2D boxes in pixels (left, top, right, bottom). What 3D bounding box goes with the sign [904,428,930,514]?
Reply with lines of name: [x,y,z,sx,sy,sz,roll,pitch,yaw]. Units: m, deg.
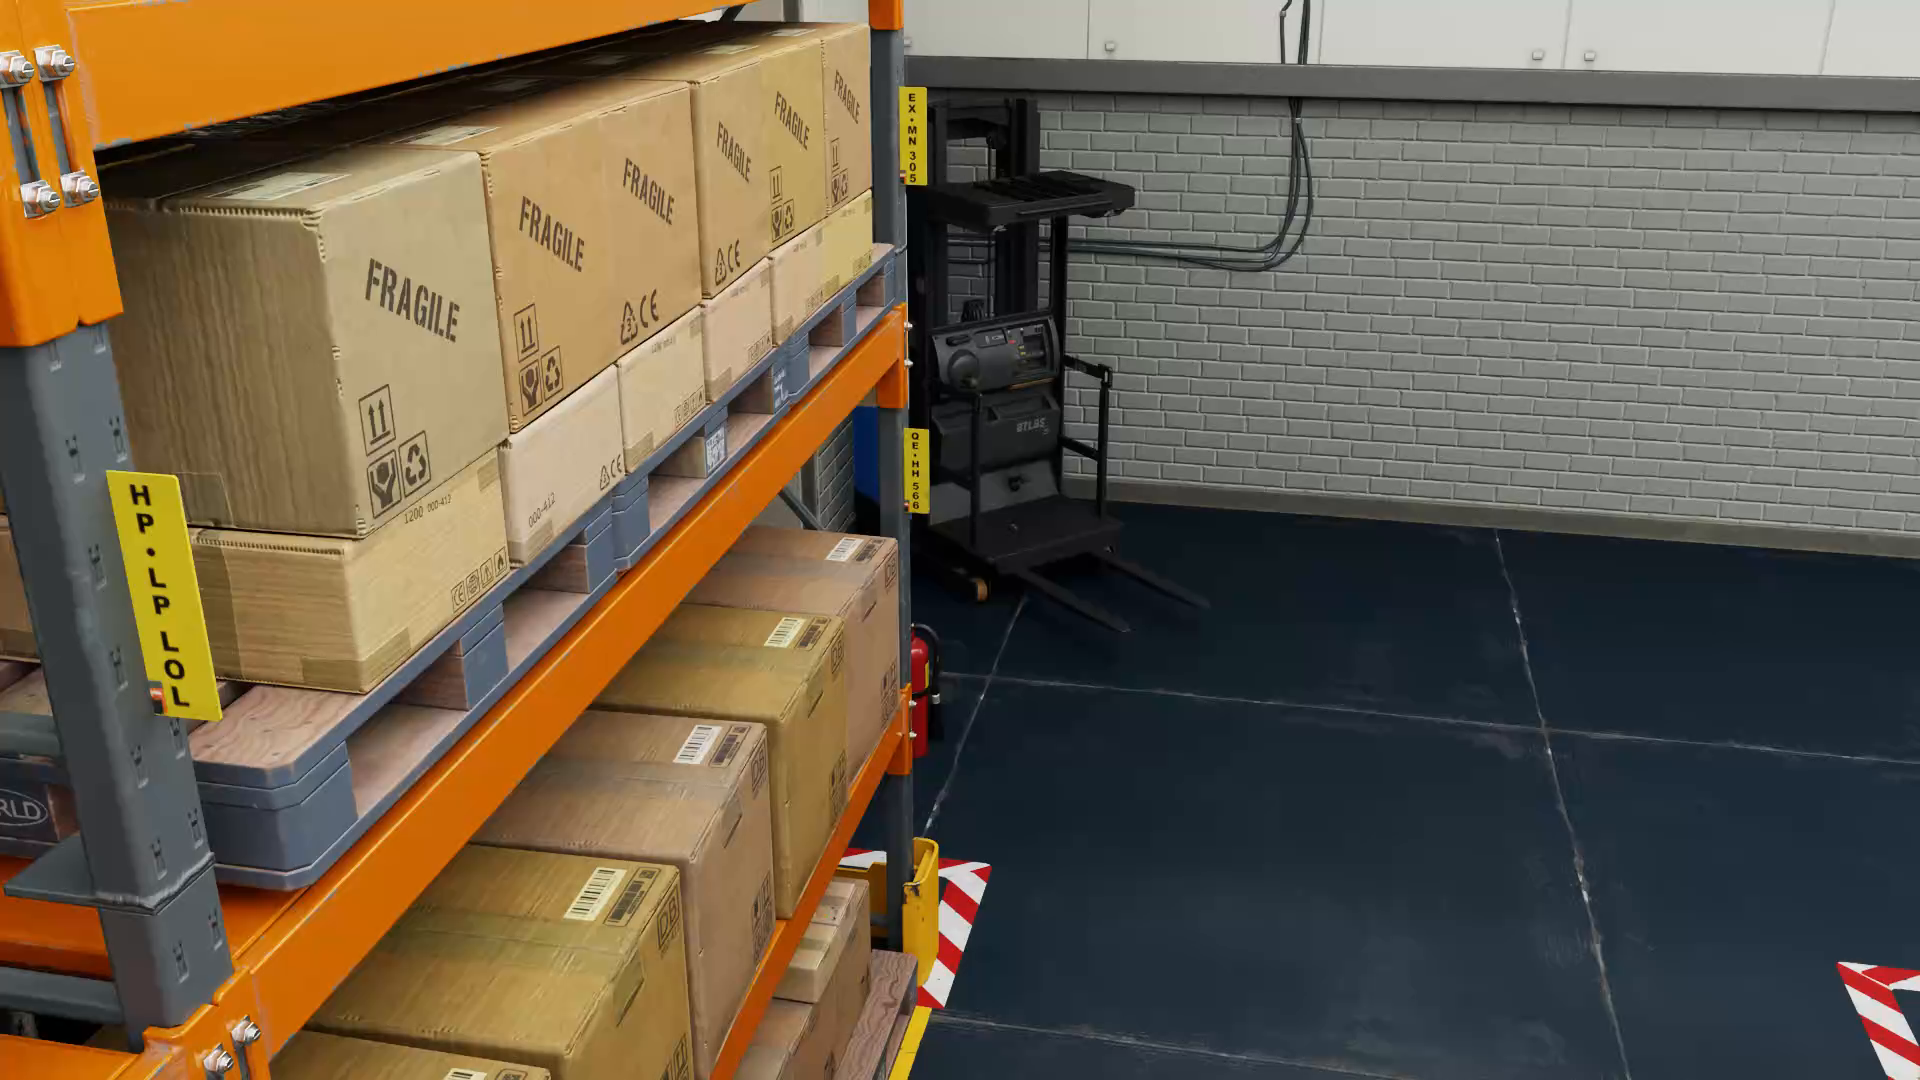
sign: [-0.162,-0.252,6.097,0.100,0.325,0.005,4,22,11]

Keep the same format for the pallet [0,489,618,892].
pallet: [-1.329,0.163,3.038,1.003,0.211,1.213,4,22,11]

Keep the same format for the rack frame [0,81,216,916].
rack frame: [-1.507,-0.971,1.720,1.000,3.000,0.127,4,22,11]

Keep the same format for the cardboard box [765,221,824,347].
cardboard box: [-0.685,-0.736,4.656,0.500,0.250,0.500,4,22,9]

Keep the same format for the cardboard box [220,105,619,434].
cardboard box: [-0.988,-0.527,3.134,0.500,0.500,0.500,4,22,10]

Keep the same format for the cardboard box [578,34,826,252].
cardboard box: [-0.685,-1.092,4.535,0.500,0.500,0.500,5,23,13]

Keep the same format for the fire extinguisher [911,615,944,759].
fire extinguisher: [-0.208,0.537,6.607,0.296,0.674,0.183,4,22,11]

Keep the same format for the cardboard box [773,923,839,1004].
cardboard box: [-0.635,1.430,5.703,0.380,0.149,0.250,5,22,12]

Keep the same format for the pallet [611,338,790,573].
pallet: [-1.078,-0.282,4.143,1.003,0.211,1.213,4,22,11]

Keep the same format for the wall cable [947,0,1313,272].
wall cable: [0.814,-3.035,11.001,3.097,2.526,0.112,4,22,11]

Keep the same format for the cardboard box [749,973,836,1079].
cardboard box: [-0.837,1.760,5.753,0.700,0.500,0.500,4,22,11]

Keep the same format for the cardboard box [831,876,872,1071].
cardboard box: [-0.735,1.577,6.207,0.700,0.500,0.500,4,22,11]

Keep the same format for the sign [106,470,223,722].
sign: [-0.973,0.072,2.031,0.100,0.325,0.005,4,22,11]

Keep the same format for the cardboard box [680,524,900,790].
cardboard box: [-0.785,0.397,5.952,0.980,0.700,0.700,5,23,13]

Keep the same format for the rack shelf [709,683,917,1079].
rack shelf: [-1.098,1.414,4.791,1.077,0.370,4.000,4,22,11]

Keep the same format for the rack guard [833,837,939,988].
rack guard: [-0.685,1.499,6.962,1.175,0.500,0.348,4,22,11]

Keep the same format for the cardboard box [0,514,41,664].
cardboard box: [-1.596,-0.020,2.877,0.500,0.250,0.500,5,22,11]

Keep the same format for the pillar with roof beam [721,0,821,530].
pillar with roof beam: [3.228,-3.160,7.153,9.100,9.000,0.400,4,22,11]

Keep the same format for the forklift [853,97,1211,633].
forklift: [0.352,-1.166,10.326,1.130,2.935,3.031,-14,26,-31]

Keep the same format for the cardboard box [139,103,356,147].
cardboard box: [-1.488,-0.562,3.219,0.500,0.500,0.500,4,22,9]

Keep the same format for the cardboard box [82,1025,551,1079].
cardboard box: [-1.380,1.475,3.274,0.980,0.700,0.700,5,22,12]

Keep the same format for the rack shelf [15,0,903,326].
rack shelf: [-1.098,-1.184,3.745,1.077,0.370,4.000,4,22,11]

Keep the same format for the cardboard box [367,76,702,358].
cardboard box: [-0.892,-0.708,3.583,0.500,0.500,0.500,5,22,11]

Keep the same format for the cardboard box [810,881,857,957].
cardboard box: [-0.583,1.337,5.935,0.380,0.149,0.250,4,22,10]

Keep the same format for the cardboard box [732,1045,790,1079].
cardboard box: [-0.939,1.944,5.296,0.700,0.500,0.500,4,22,9]

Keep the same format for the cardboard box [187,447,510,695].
cardboard box: [-1.107,0.016,2.789,0.500,0.250,0.500,4,22,11]

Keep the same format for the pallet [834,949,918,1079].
pallet: [-0.777,1.940,6.253,1.003,0.211,1.213,4,22,11]

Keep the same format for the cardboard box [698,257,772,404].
cardboard box: [-0.786,-0.545,4.182,0.500,0.250,0.500,4,22,9]

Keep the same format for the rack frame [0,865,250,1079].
rack frame: [-1.507,1.811,2.841,1.000,3.000,0.127,4,22,11]

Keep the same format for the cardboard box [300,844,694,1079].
cardboard box: [-1.226,1.208,3.936,0.980,0.700,0.700,4,22,10]

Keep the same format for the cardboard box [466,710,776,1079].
cardboard box: [-1.087,0.942,4.599,0.980,0.700,0.700,3,22,8]

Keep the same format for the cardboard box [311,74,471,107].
cardboard box: [-1.402,-0.755,3.698,0.500,0.500,0.500,4,22,9]

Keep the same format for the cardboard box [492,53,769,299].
cardboard box: [-0.784,-0.900,4.060,0.500,0.500,0.500,3,22,9]

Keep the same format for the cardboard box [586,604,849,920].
cardboard box: [-0.922,0.663,5.289,0.980,0.700,0.700,4,22,10]

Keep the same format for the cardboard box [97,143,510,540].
cardboard box: [-1.087,-0.339,2.666,0.500,0.500,0.500,4,22,10]

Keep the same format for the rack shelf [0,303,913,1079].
rack shelf: [-1.098,0.022,4.231,1.077,0.370,4.000,4,22,11]

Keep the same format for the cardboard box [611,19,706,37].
cardboard box: [-1.076,-1.314,5.086,0.500,0.500,0.500,4,22,9]

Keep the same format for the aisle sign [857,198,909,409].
aisle sign: [-0.382,-0.861,5.996,0.394,0.787,0.004,4,22,11]

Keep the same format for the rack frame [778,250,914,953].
rack frame: [-0.690,0.348,6.473,1.000,3.000,0.127,4,22,11]

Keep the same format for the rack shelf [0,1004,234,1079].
rack shelf: [-1.915,1.485,0.599,1.077,0.370,4.000,4,22,11]

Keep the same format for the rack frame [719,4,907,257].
rack frame: [-0.690,-2.434,5.353,1.000,3.000,0.127,4,22,11]

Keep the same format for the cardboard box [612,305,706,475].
cardboard box: [-0.892,-0.358,3.716,0.500,0.250,0.500,4,22,9]

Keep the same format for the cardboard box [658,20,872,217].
cardboard box: [-0.573,-1.274,4.987,0.500,0.500,0.500,4,22,11]

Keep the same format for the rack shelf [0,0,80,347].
rack shelf: [-1.915,0.279,0.113,1.077,0.370,4.000,4,22,11]

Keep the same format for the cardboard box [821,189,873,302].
cardboard box: [-0.580,-0.927,5.129,0.500,0.250,0.500,5,23,13]

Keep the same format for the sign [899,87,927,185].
sign: [-0.162,-1.371,5.647,0.100,0.325,0.005,4,22,11]

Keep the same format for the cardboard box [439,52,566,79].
cardboard box: [-1.293,-0.937,4.150,0.500,0.500,0.500,4,22,11]

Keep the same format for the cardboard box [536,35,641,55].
cardboard box: [-1.191,-1.121,4.608,0.500,0.500,0.500,4,22,10]

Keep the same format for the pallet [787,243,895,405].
pallet: [-0.831,-0.730,5.254,1.003,0.211,1.213,4,22,11]

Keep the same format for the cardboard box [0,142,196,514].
cardboard box: [-1.592,-0.373,2.750,0.500,0.500,0.500,4,22,11]

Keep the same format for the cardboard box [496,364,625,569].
cardboard box: [-0.990,-0.170,3.249,0.500,0.250,0.500,4,22,10]
